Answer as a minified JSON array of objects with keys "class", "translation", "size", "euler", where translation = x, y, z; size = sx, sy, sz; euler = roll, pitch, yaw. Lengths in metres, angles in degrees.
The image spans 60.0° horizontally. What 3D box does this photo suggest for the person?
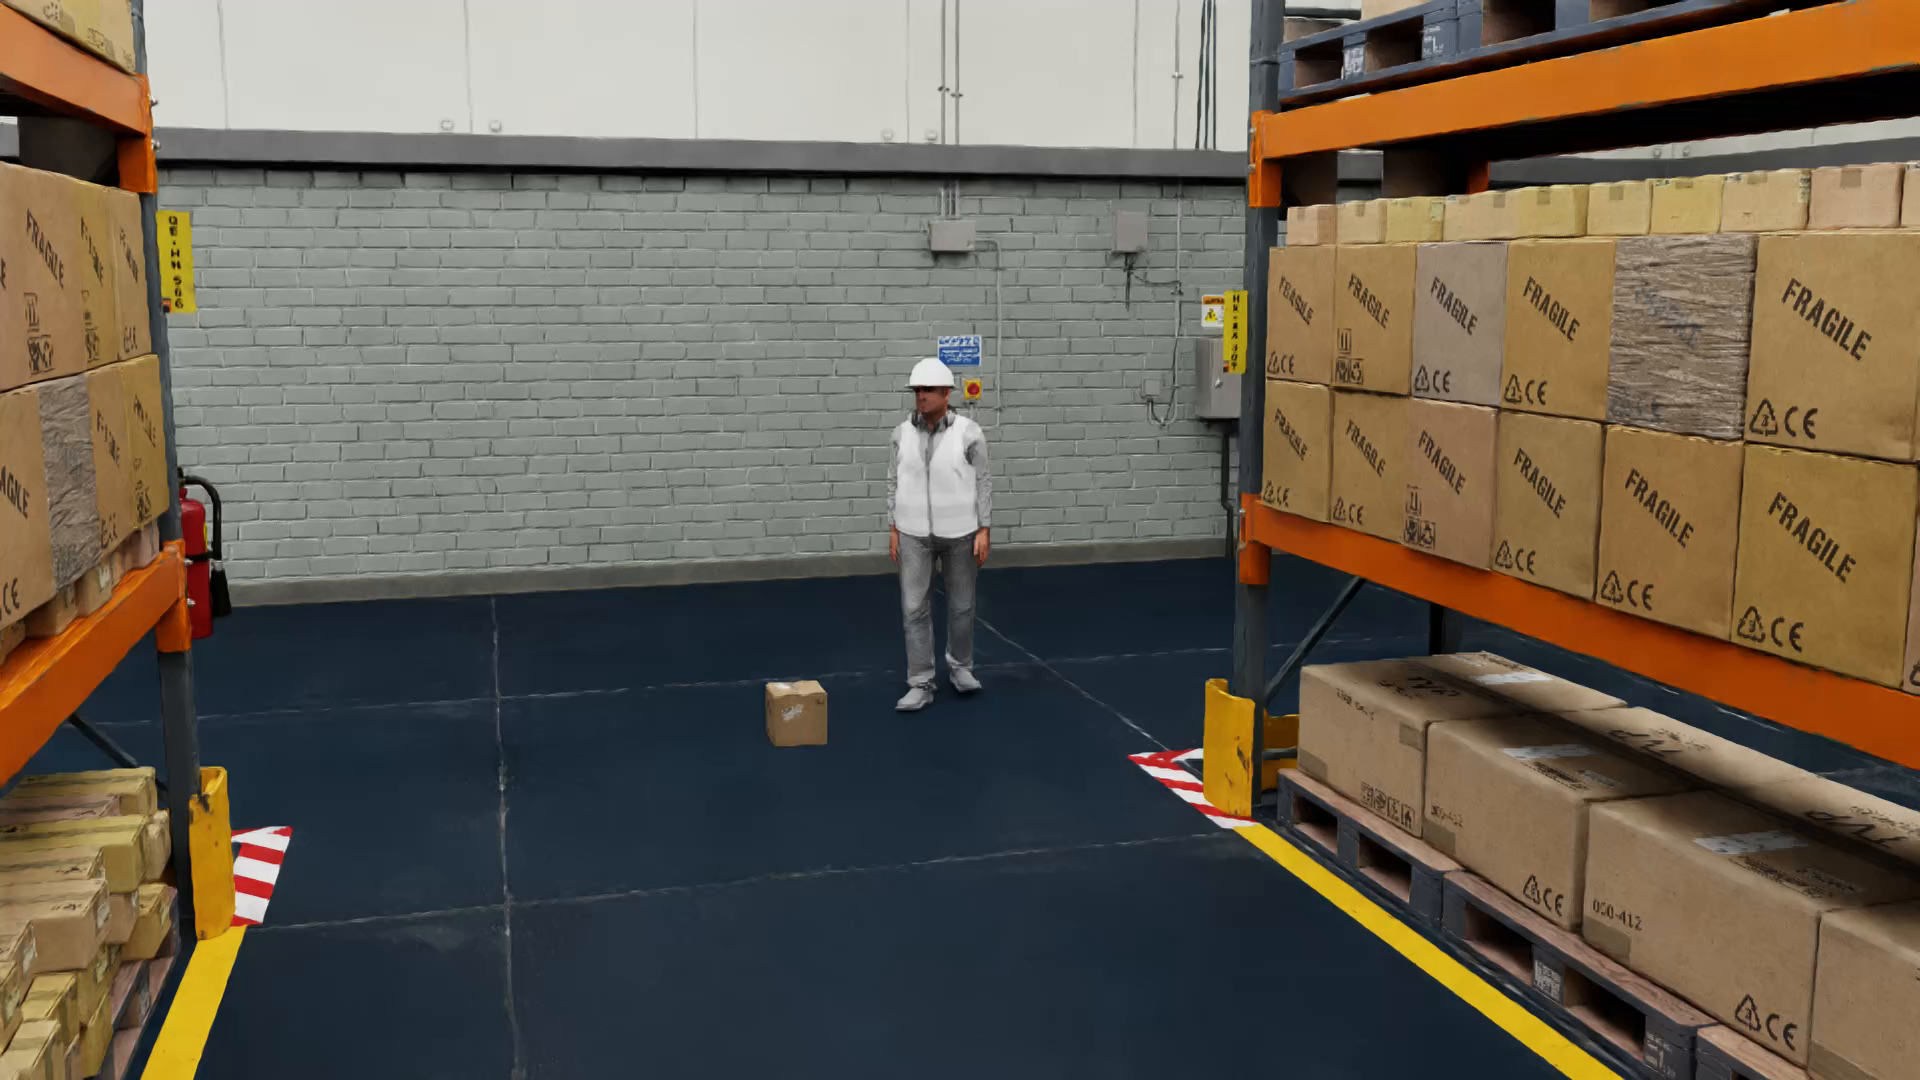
[{"class":"person","translation":[-0.112,-0.042,8.537],"size":[0.560,1.776,0.638],"euler":[2,9,10]}]
